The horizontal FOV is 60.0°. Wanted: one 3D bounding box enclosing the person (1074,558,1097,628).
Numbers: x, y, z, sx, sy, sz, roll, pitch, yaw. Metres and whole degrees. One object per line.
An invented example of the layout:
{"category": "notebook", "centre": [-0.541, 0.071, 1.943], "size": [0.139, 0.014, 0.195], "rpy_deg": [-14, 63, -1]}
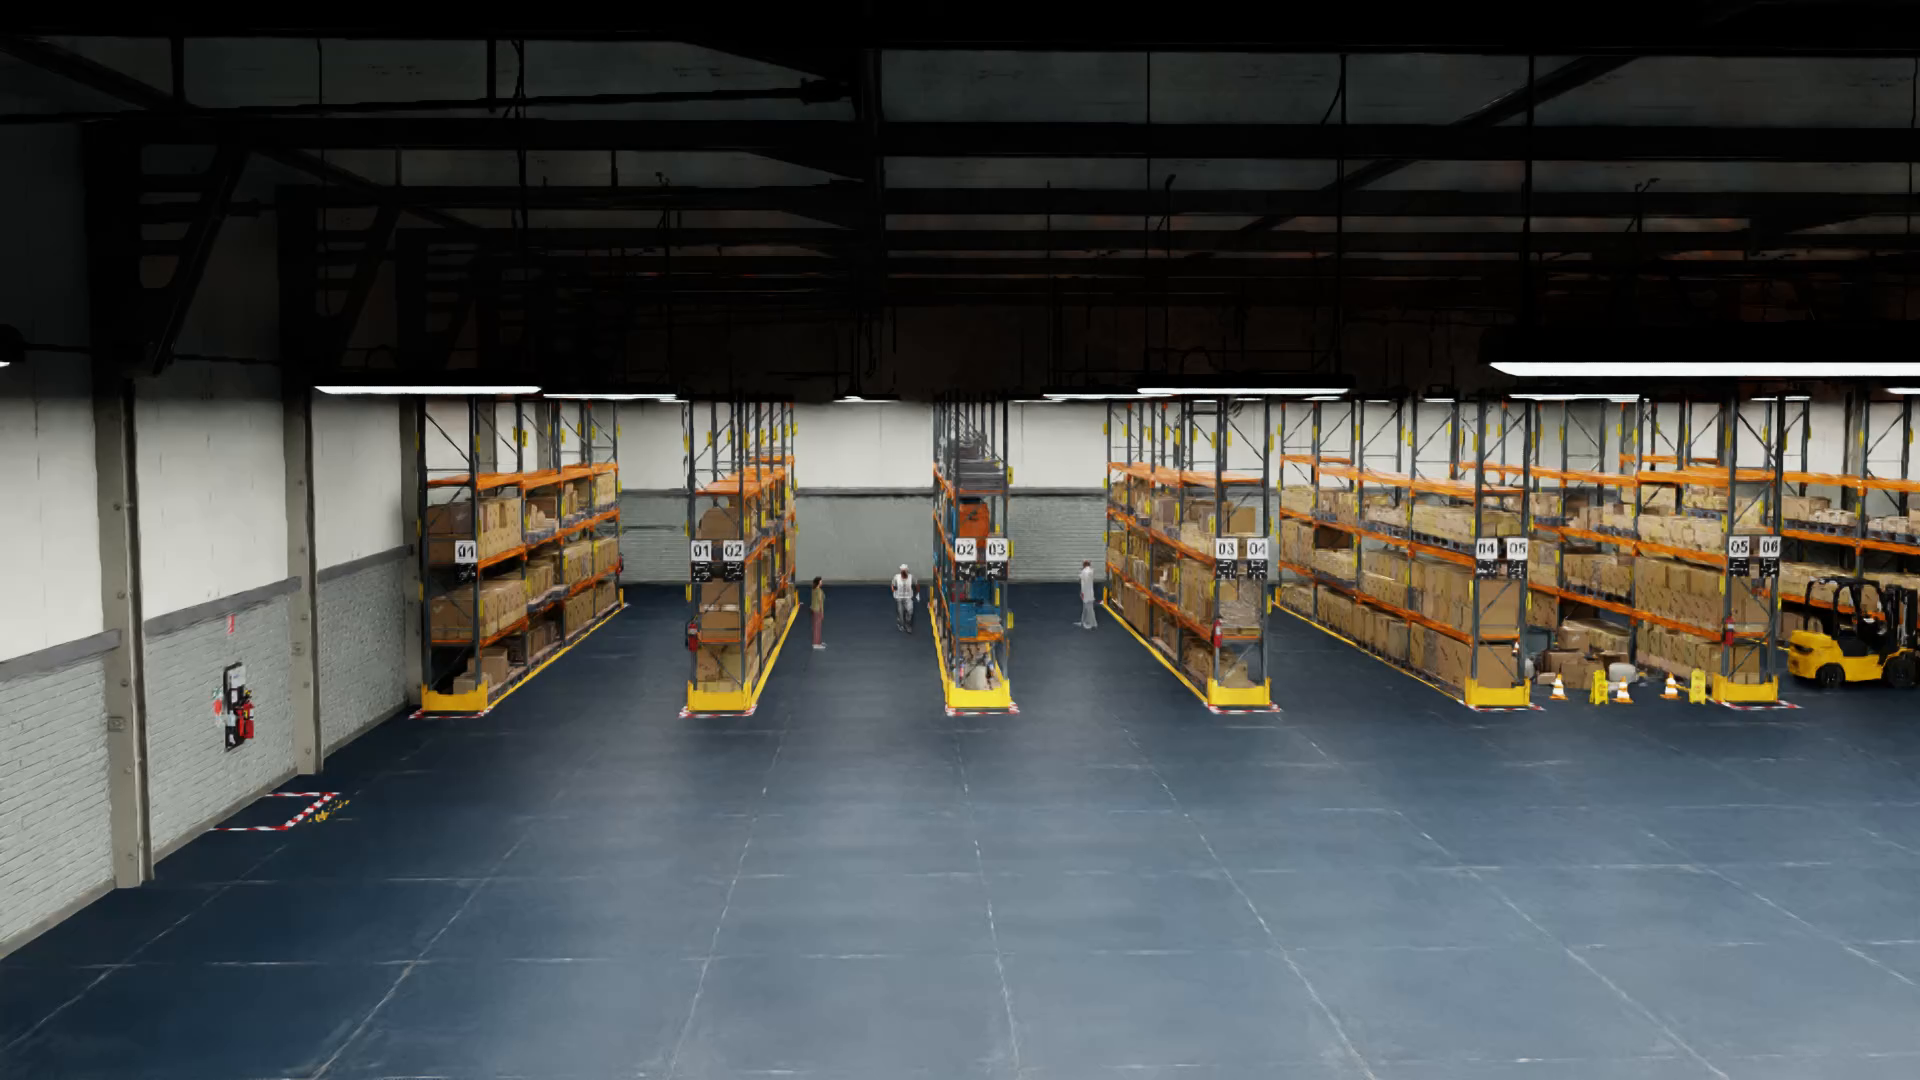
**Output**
{"category": "person", "centre": [3.225, 1.388, 42.676], "size": [0.648, 1.676, 0.698], "rpy_deg": [1, 5, 16]}

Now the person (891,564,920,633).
{"category": "person", "centre": [-1.372, 1.451, 41.779], "size": [0.732, 1.743, 0.692], "rpy_deg": [0, 5, 2]}

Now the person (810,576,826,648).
{"category": "person", "centre": [-3.304, 1.690, 39.083], "size": [0.451, 1.666, 0.540], "rpy_deg": [-3, 5, -32]}
